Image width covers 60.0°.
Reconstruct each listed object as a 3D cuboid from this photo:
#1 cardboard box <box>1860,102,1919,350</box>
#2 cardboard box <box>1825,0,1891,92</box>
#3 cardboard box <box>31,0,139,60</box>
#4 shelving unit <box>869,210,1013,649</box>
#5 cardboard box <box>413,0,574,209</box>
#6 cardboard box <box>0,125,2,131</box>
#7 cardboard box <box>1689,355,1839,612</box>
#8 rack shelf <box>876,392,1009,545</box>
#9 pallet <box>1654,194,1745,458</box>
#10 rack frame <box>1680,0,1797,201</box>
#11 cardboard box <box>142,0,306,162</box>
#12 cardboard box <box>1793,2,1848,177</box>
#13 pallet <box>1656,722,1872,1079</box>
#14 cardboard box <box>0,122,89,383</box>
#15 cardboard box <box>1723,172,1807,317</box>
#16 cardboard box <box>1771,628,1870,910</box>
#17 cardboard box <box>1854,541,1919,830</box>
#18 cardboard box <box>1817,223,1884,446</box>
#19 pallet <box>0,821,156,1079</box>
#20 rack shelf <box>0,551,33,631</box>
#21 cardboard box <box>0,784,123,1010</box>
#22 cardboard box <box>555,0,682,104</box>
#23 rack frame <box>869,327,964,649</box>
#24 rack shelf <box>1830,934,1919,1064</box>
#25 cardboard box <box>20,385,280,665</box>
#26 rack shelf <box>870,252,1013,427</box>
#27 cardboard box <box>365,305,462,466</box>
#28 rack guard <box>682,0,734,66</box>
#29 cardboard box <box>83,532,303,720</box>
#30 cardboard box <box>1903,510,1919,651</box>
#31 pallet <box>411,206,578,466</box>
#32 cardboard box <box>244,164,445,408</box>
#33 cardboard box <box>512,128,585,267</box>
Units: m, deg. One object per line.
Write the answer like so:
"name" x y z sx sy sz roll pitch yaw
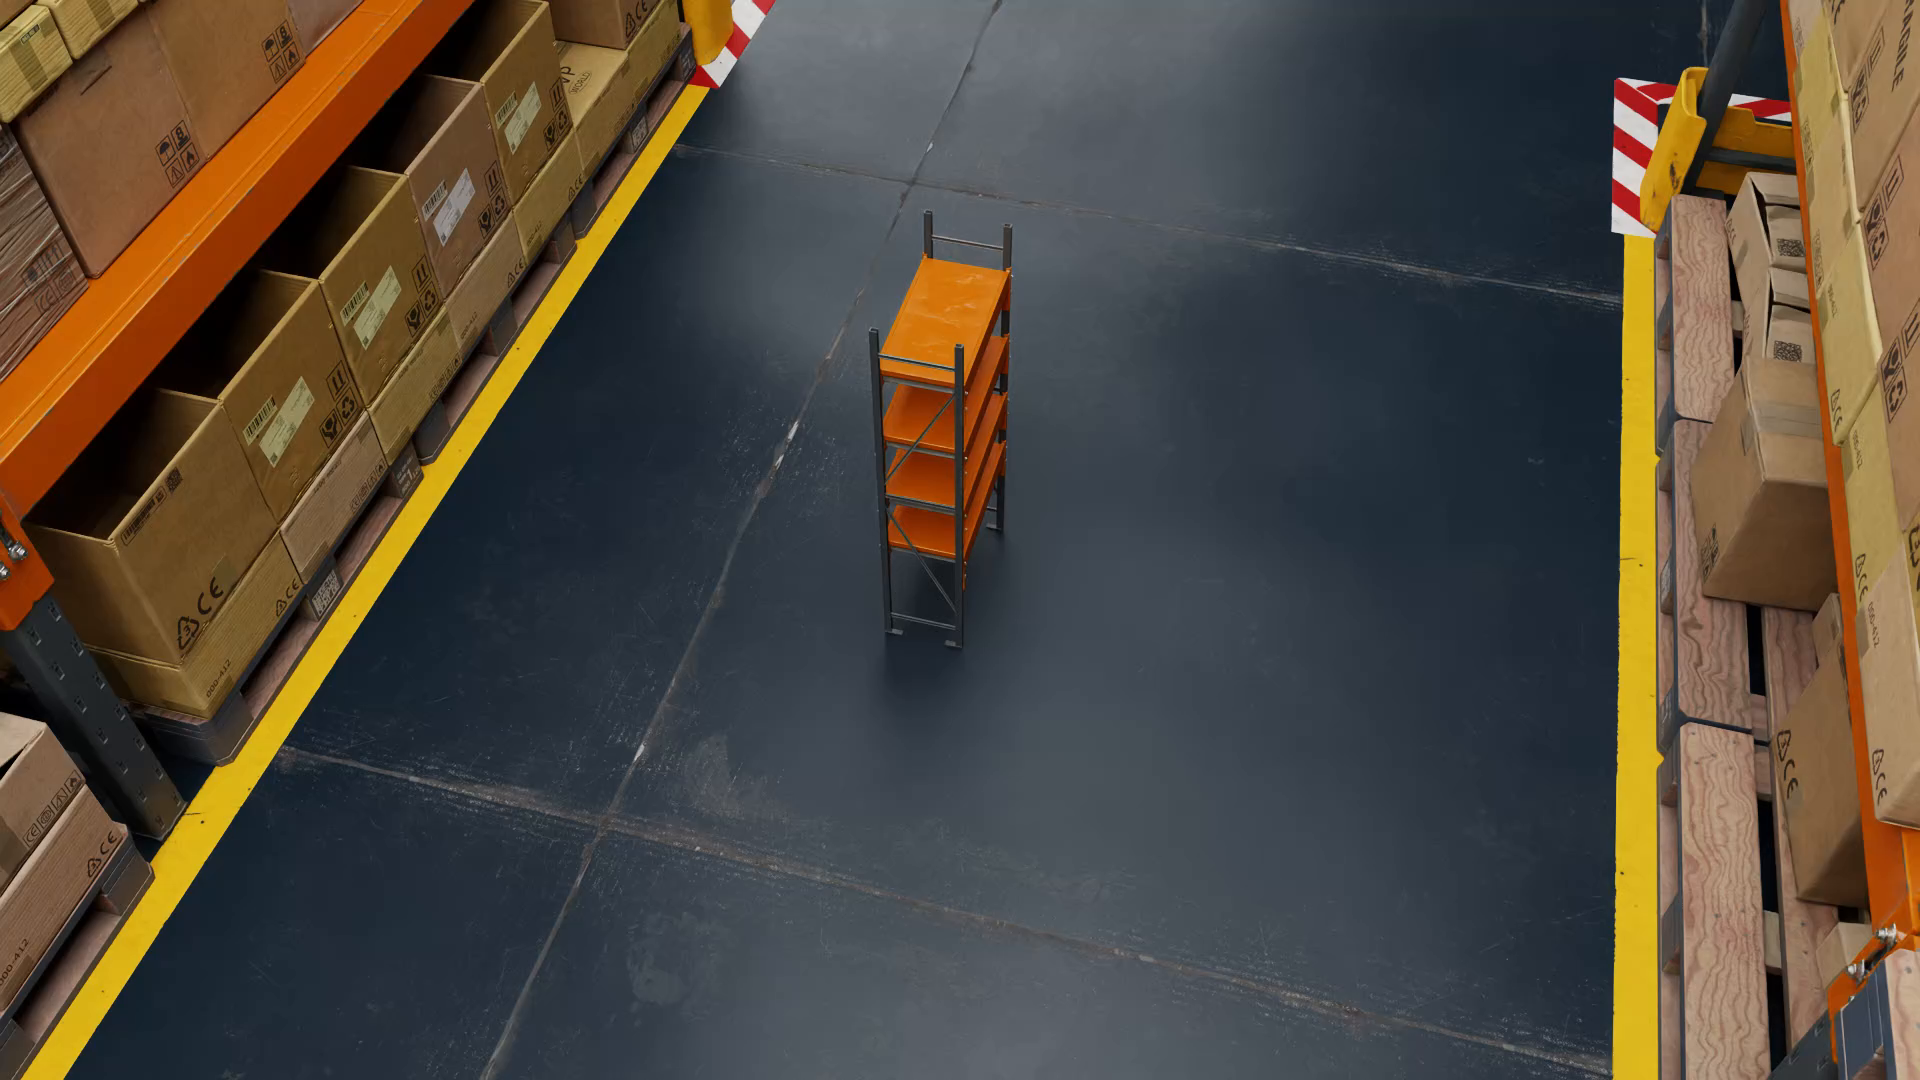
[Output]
"cardboard box" 2.244 -0.669 3.426 0.500 0.500 0.500 10 49 9
"cardboard box" 2.504 -1.421 4.090 0.500 0.500 0.500 10 49 9
"cardboard box" -2.174 -1.274 3.874 0.380 0.149 0.250 11 50 10
"shelving unit" -0.044 -0.277 4.694 0.258 1.200 0.503 12 50 10
"cardboard box" -1.682 -1.509 5.635 0.500 0.500 0.500 12 50 10
"cardboard box" -2.308 -0.897 3.542 0.380 0.149 0.250 12 50 11
"cardboard box" 2.541 -0.132 4.740 0.700 0.500 0.500 9 49 8
"rack shelf" -0.044 -0.233 4.745 0.258 0.148 0.480 12 50 10
"pallet" 2.934 -0.672 5.702 1.003 0.211 1.213 12 50 10
"rack frame" 3.202 -2.230 5.217 1.000 3.000 0.127 12 50 10
"cardboard box" -2.252 -1.412 4.429 0.700 0.500 0.500 12 50 11
"cardboard box" 2.504 -1.151 4.352 0.500 0.250 0.500 11 49 9
"pallet" 2.291 1.093 4.144 1.003 0.211 1.213 12 50 10
"cardboard box" -2.521 -0.667 3.771 0.700 0.500 0.500 10 49 9
"cardboard box" 2.933 -1.003 5.635 0.500 0.311 0.500 7 49 6
"cardboard box" 2.383 0.586 4.106 0.500 0.500 0.500 8 49 7
"cardboard box" 1.981 0.304 3.068 0.500 0.250 0.500 12 50 10
"cardboard box" 2.238 -0.422 3.708 0.500 0.250 0.500 11 50 10
"pallet" -2.788 1.152 4.093 1.003 0.211 1.213 12 50 10
"rack shelf" -3.158 1.373 2.517 1.077 0.370 4.000 12 50 10
"cardboard box" -2.461 0.817 4.082 0.500 0.250 0.500 11 50 10
"cardboard box" -1.435 -1.988 6.557 0.500 0.250 0.500 12 50 10
"rack frame" -0.108 -0.101 4.539 0.240 1.200 0.015 12 50 10
"rack shelf" 1.622 2.348 1.657 1.077 0.370 4.000 12 50 10
"cardboard box" -2.207 -0.062 4.358 0.500 0.500 0.500 12 50 10
"rack shelf" -0.044 -0.537 4.400 0.258 0.148 0.480 12 50 10
"cardboard box" -1.944 -0.537 5.278 0.500 0.250 0.500 12 50 10
"rack guard" -1.572 -2.395 7.030 1.175 0.500 0.348 12 50 10
"cardboard box" -2.217 0.184 4.641 0.500 0.250 0.500 12 50 10
"cardboard box" 1.975 0.055 2.787 0.500 0.500 0.500 11 50 10
"pallet" -2.062 -0.841 5.851 1.003 0.211 1.213 12 50 10
"cardboard box" -1.944 -0.786 4.996 0.500 0.500 0.500 12 50 10
"cardboard box" -1.684 -1.262 5.917 0.500 0.250 0.500 12 50 10
